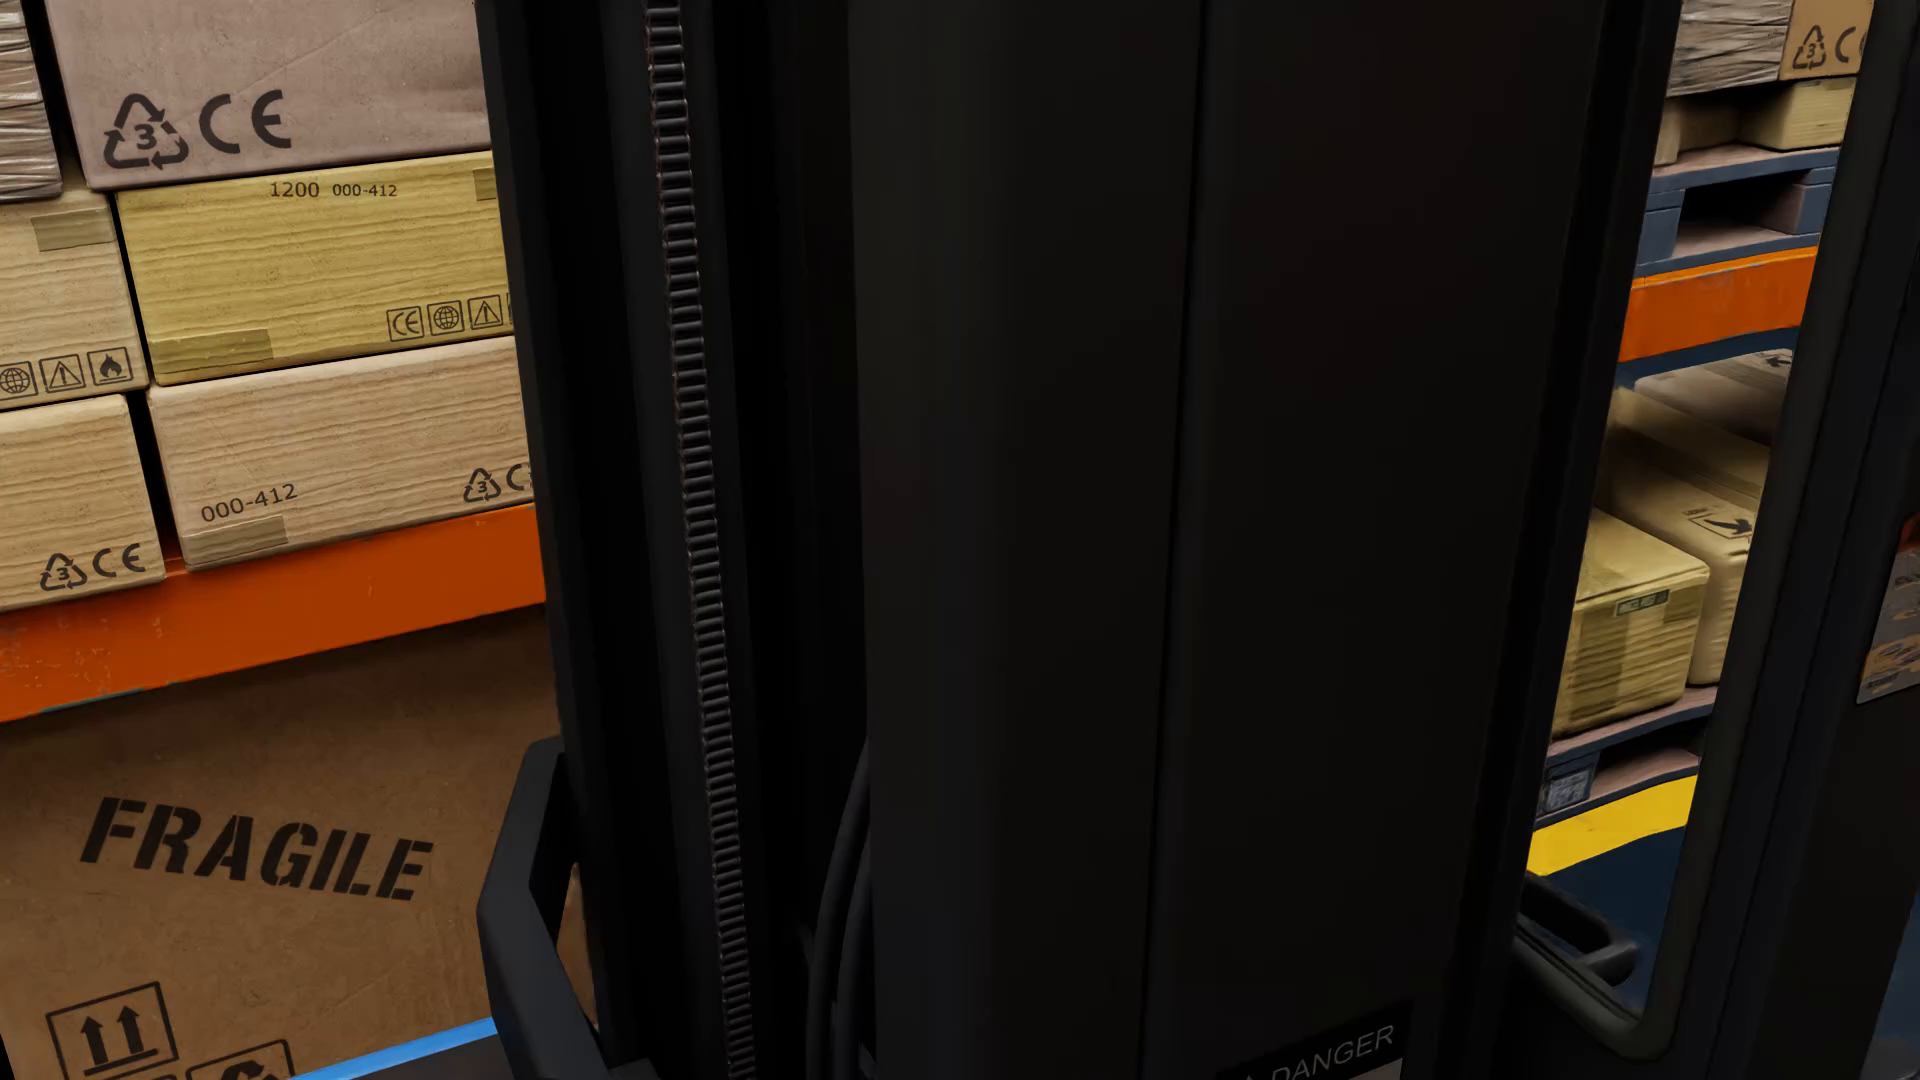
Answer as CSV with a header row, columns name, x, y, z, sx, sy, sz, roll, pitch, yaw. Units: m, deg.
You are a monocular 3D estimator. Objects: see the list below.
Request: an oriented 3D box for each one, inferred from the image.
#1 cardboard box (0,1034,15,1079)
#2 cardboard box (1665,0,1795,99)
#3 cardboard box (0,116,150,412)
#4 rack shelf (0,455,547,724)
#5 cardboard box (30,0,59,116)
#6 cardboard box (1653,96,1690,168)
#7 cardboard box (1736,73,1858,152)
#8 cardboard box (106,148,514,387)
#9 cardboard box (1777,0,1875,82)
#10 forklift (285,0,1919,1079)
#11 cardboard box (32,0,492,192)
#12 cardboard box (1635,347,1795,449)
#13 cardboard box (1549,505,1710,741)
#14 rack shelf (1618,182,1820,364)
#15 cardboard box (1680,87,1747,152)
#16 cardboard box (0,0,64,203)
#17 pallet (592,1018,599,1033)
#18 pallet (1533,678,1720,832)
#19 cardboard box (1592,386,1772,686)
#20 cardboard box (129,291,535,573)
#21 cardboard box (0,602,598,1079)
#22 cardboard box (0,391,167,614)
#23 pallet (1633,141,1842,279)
name,x,y,z,sx,sy,sz,roll,pitch,yaw
cardboard box,-2.020,0.574,2.558,0.875,0.875,0.875,-13,28,-24
cardboard box,1.290,-1.174,3.284,0.500,0.500,0.500,-14,29,-27
cardboard box,-1.341,-0.340,2.087,0.500,0.250,0.500,-14,29,-26
rack shelf,-2.347,0.248,2.099,4.000,0.370,1.077,-13,29,-25
cardboard box,-1.566,-0.867,2.320,0.500,0.500,0.500,-13,28,-25
cardboard box,1.241,-0.865,3.392,0.250,0.149,0.380,-12,28,-23
cardboard box,1.716,-0.962,3.592,0.250,0.149,0.380,-13,29,-25
cardboard box,-0.890,-0.445,2.308,0.500,0.250,0.500,-13,29,-25
cardboard box,1.752,-1.281,3.507,0.500,0.500,0.500,-12,28,-23
forklift,0.441,0.173,1.503,3.031,2.935,1.130,-12,28,-24
cardboard box,-0.916,-0.774,2.126,0.500,0.500,0.500,-14,29,-26
cardboard box,2.485,-0.195,4.741,0.625,0.372,0.950,-13,28,-24
cardboard box,1.240,0.095,4.137,0.625,0.372,0.950,-12,28,-23
rack shelf,1.182,-0.566,3.795,4.000,0.370,1.077,-13,29,-25
cardboard box,1.435,-0.947,3.562,0.250,0.149,0.380,-14,29,-27
cardboard box,-1.364,-0.666,1.902,0.500,0.500,0.500,-12,28,-24
pallet,-1.314,0.905,3.120,1.213,0.211,1.003,-13,29,-25
pallet,1.183,0.368,4.239,1.213,0.211,1.003,-13,29,-25
cardboard box,1.853,-0.047,4.434,0.625,0.372,0.950,-11,28,-22
cardboard box,-0.906,-0.214,2.403,0.500,0.250,0.500,-14,29,-27
cardboard box,-1.231,0.394,2.933,0.875,0.875,0.875,-13,29,-26
cardboard box,-1.350,-0.104,2.173,0.500,0.250,0.500,-12,28,-24
pallet,1.145,-0.816,3.705,1.213,0.211,1.003,-13,29,-25
